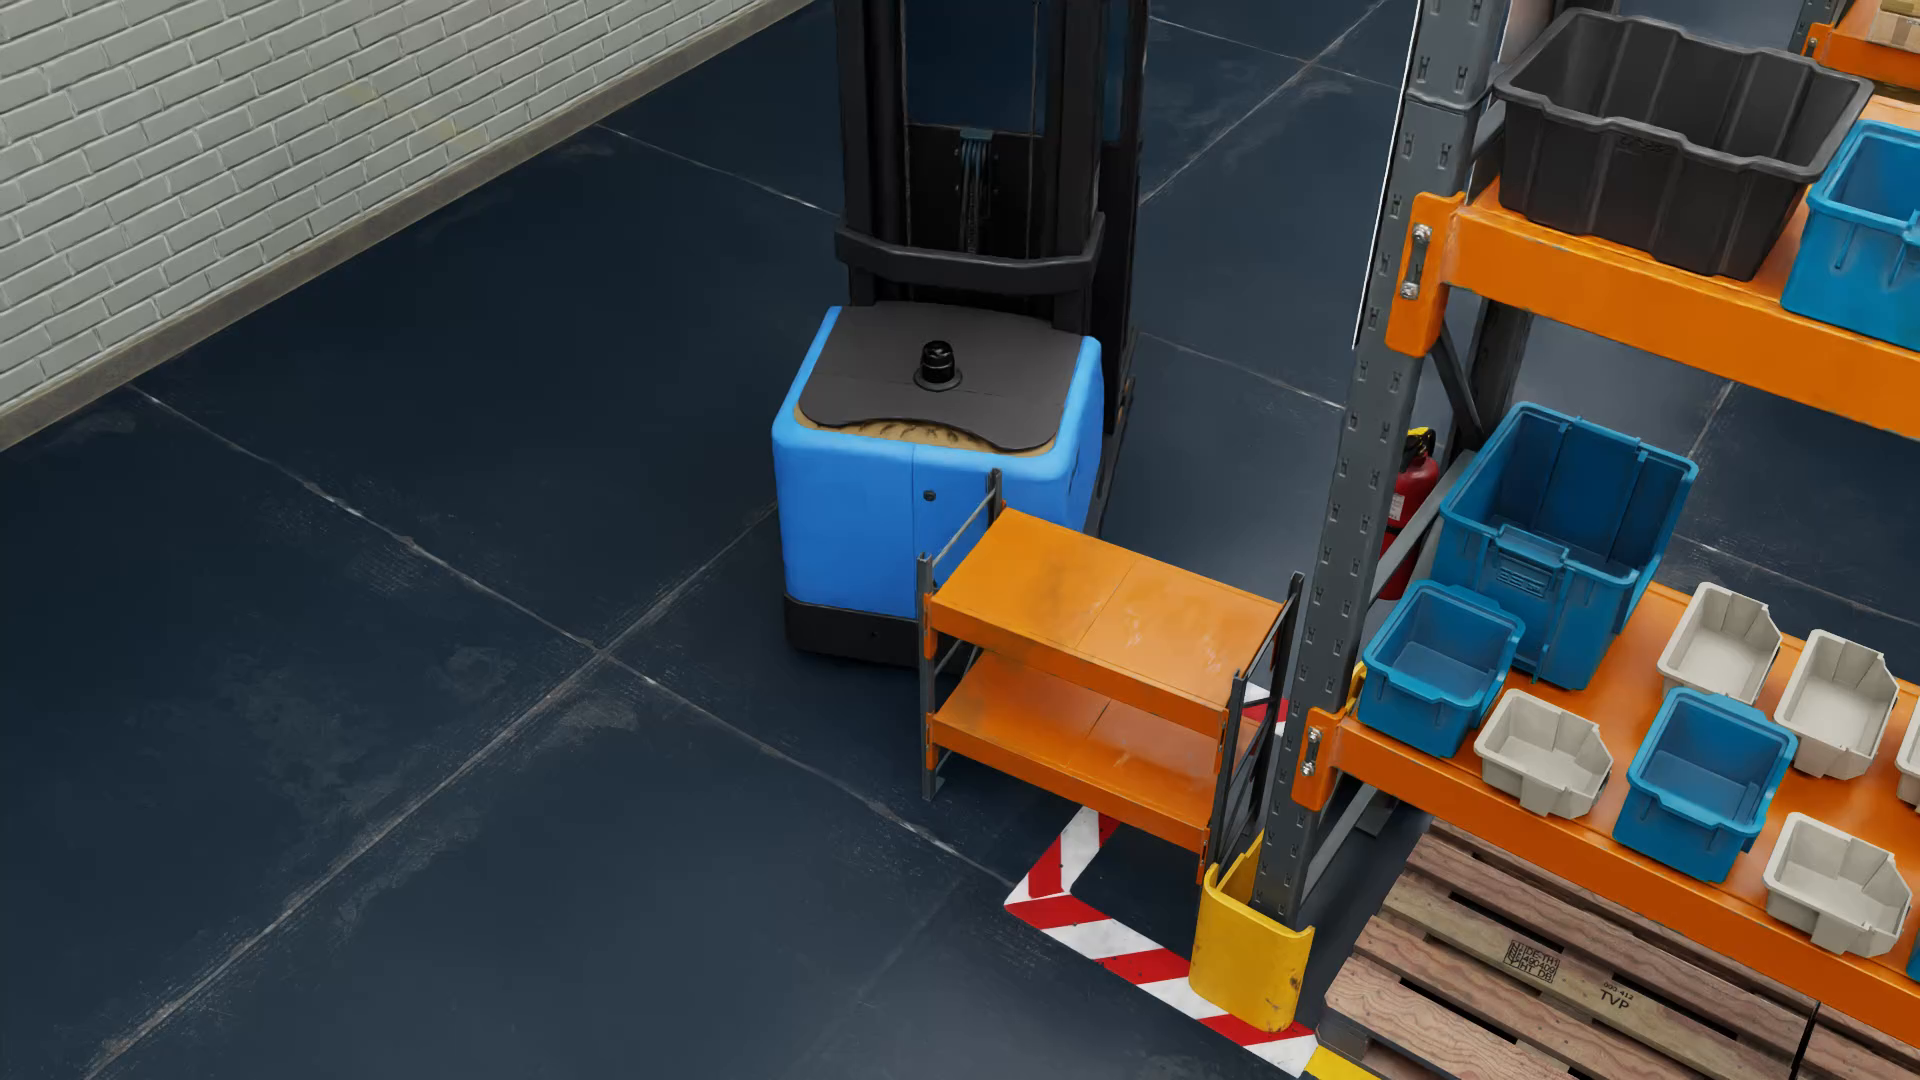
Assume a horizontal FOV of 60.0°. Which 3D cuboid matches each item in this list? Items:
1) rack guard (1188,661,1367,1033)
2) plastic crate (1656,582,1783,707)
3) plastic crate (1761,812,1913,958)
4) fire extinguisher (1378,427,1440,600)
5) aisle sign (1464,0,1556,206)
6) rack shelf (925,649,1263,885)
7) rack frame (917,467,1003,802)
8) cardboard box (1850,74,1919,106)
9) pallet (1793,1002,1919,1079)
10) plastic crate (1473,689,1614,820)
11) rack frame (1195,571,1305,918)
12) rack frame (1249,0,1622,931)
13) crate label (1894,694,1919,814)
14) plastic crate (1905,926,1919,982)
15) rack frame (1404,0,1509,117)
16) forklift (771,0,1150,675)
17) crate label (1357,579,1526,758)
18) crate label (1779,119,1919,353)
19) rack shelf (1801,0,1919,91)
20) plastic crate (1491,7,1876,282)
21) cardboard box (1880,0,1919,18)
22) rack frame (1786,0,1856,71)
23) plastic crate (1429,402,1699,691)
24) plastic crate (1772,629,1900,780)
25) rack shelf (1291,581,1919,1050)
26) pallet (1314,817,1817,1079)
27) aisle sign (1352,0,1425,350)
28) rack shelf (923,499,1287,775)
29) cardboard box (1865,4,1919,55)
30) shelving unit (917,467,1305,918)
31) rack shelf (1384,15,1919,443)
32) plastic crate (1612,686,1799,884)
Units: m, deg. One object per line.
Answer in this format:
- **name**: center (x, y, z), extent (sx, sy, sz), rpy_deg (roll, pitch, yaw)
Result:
- **rack guard**: center (1.166, 0.950, 5.313), extent (0.348, 0.500, 1.175), rpy_deg (25, 48, 25)
- **plastic crate**: center (1.964, 0.310, 4.306), extent (0.243, 0.136, 0.396), rpy_deg (25, 48, 25)
- **plastic crate**: center (1.976, 0.799, 3.760), extent (0.298, 0.136, 0.250), rpy_deg (25, 48, 25)
- **fire extinguisher**: center (1.330, -0.117, 4.969), extent (0.183, 0.674, 0.296), rpy_deg (25, 48, 25)
- **aisle sign**: center (1.302, -1.135, 3.820), extent (0.004, 0.787, 0.394), rpy_deg (25, 48, 25)
- **rack shelf**: center (0.449, 0.680, 5.513), extent (1.000, 0.278, 0.538), rpy_deg (20, 46, 21)
- **rack frame**: center (0.003, 0.335, 5.532), extent (0.032, 1.125, 0.500), rpy_deg (20, 46, 21)
- **cardboard box**: center (4.607, -1.846, 7.842), extent (0.875, 0.875, 0.875), rpy_deg (25, 48, 25)
- **pallet**: center (2.840, 1.865, 4.508), extent (1.213, 0.211, 1.003), rpy_deg (25, 48, 25)
- **plastic crate**: center (1.421, 0.539, 4.051), extent (0.298, 0.136, 0.250), rpy_deg (25, 48, 25)
- **rack frame**: center (0.894, 0.661, 5.168), extent (0.032, 1.125, 0.500), rpy_deg (20, 46, 21)
- **rack frame**: center (1.193, 0.021, 4.477), extent (0.127, 3.000, 1.000), rpy_deg (25, 48, 25)
- **crate label**: center (2.435, 0.522, 4.069), extent (0.243, 0.136, 0.396), rpy_deg (25, 48, 25)
- **plastic crate**: center (2.284, 0.839, 3.643), extent (0.300, 0.233, 0.416), rpy_deg (25, 48, 25)
- **rack frame**: center (1.193, -2.215, 2.477), extent (0.127, 3.000, 1.000), rpy_deg (25, 48, 25)
- **forklift**: center (0.159, -1.555, 6.290), extent (1.130, 2.935, 3.031), rpy_deg (8, 42, 9)
- **crate label**: center (1.206, 0.335, 4.206), extent (0.303, 0.233, 0.416), rpy_deg (25, 48, 25)
- **crate label**: center (1.763, -0.512, 2.934), extent (0.502, 0.251, 0.408), rpy_deg (25, 48, 25)
- **rack shelf**: center (5.674, -1.649, 6.883), extent (4.000, 0.370, 1.077), rpy_deg (25, 48, 25)
- **plastic crate**: center (1.348, -0.749, 3.186), extent (0.590, 0.269, 0.497), rpy_deg (25, 48, 25)
- **cardboard box**: center (4.275, -2.407, 7.080), extent (0.500, 0.250, 0.500), rpy_deg (24, 47, 24)
- **rack frame**: center (4.037, -2.683, 7.499), extent (0.127, 3.000, 1.000), rpy_deg (25, 48, 25)
- **plastic crate**: center (1.574, 0.012, 4.416), extent (0.499, 0.435, 0.616), rpy_deg (25, 48, 25)
- **plastic crate**: center (2.193, 0.429, 4.174), extent (0.243, 0.136, 0.396), rpy_deg (25, 48, 25)
- **rack shelf**: center (2.830, 1.055, 3.861), extent (4.000, 0.370, 1.077), rpy_deg (25, 48, 25)
- **pallet**: center (1.846, 1.397, 5.030), extent (1.213, 0.211, 1.003), rpy_deg (25, 48, 25)
- **aisle sign**: center (0.963, -0.813, 3.460), extent (0.004, 0.787, 0.394), rpy_deg (25, 48, 25)
- **rack shelf**: center (0.449, 0.280, 5.155), extent (1.000, 0.278, 0.538), rpy_deg (20, 46, 21)
- **cardboard box**: center (4.138, -2.273, 7.230), extent (0.250, 0.149, 0.380), rpy_deg (26, 48, 26)
- **shelving unit**: center (0.449, 0.498, 5.350), extent (1.048, 1.125, 0.538), rpy_deg (20, 46, 21)
- **rack shelf**: center (2.830, -0.063, 2.861), extent (4.000, 0.370, 1.077), rpy_deg (25, 48, 25)
- **plastic crate**: center (1.745, 0.587, 3.925), extent (0.300, 0.233, 0.416), rpy_deg (25, 48, 25)
